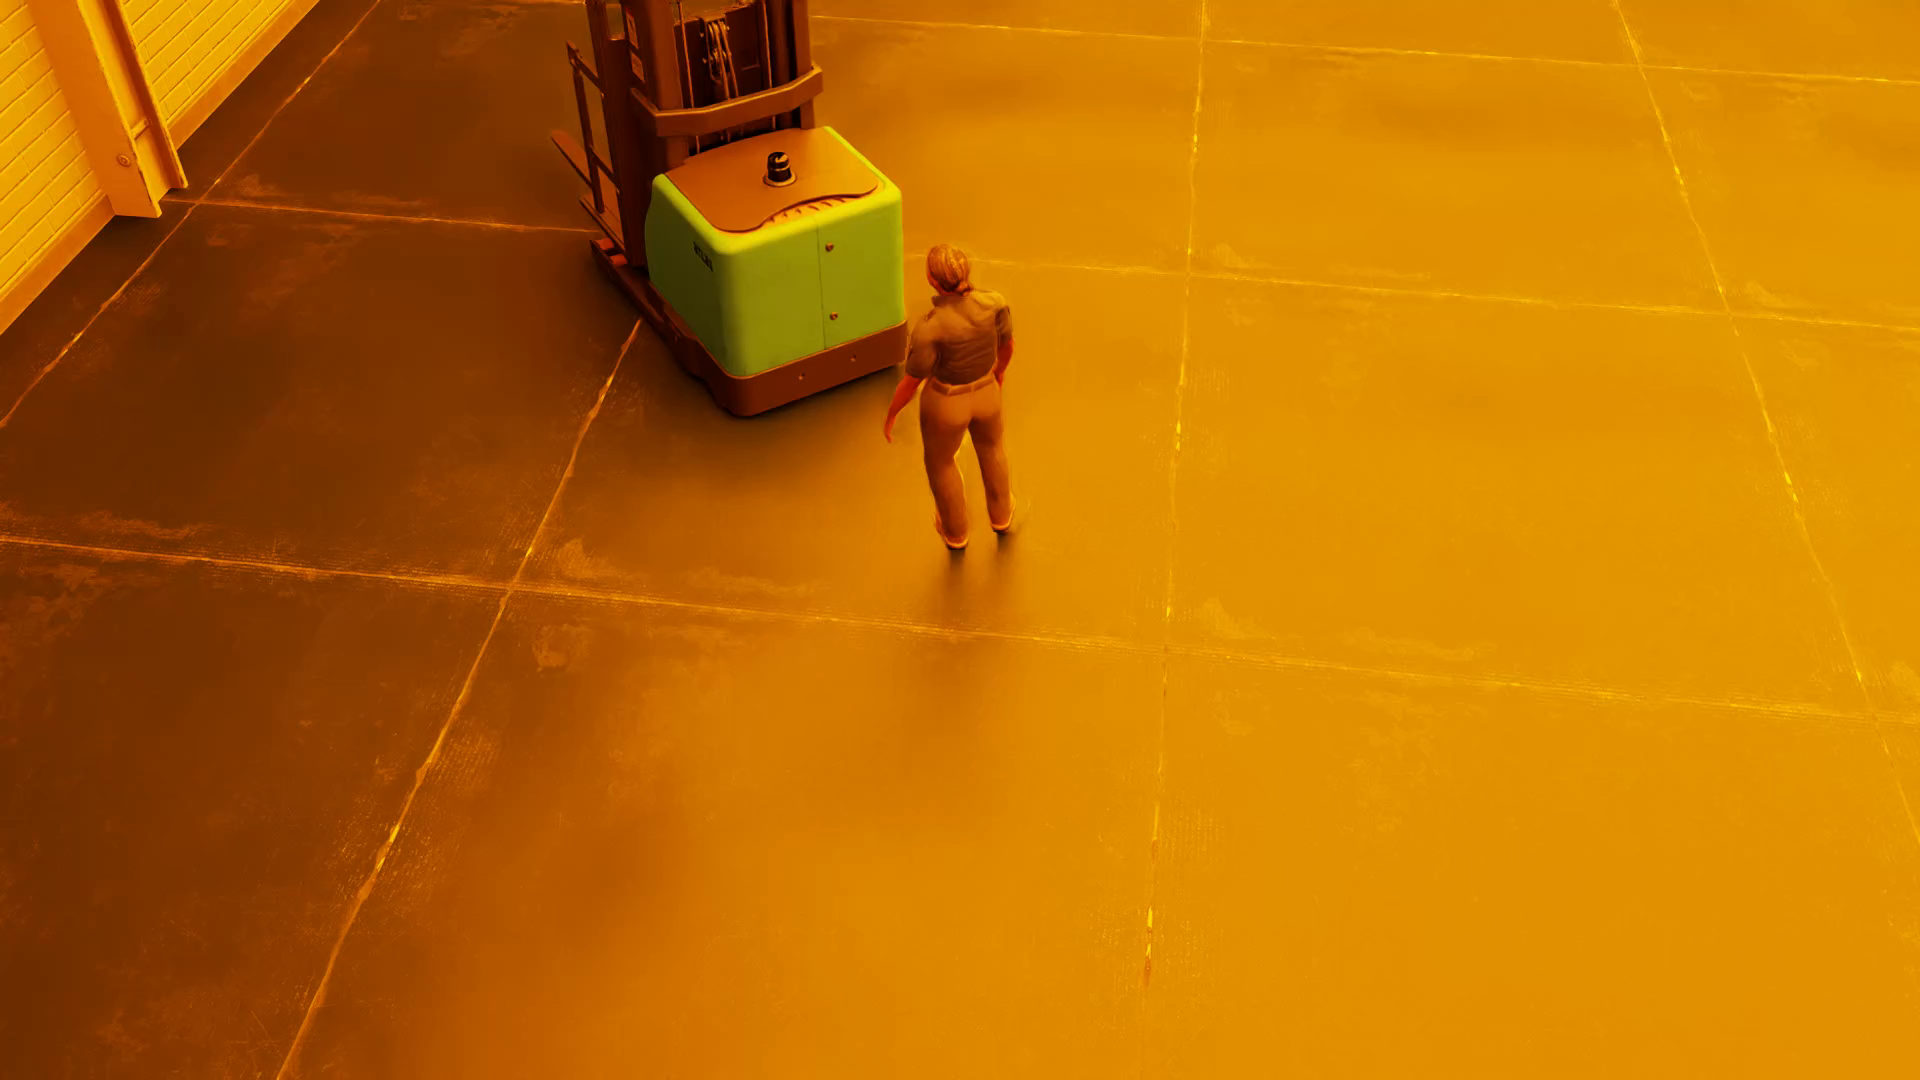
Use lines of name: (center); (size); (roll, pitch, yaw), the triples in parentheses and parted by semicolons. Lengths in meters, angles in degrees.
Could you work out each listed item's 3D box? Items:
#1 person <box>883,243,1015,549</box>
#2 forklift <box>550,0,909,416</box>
person: (-0.001, -0.632, 7.373); (0.718, 1.651, 0.362); (-23, 47, -23)
forklift: (-1.469, -2.690, 8.653); (1.130, 2.935, 3.031); (-22, 47, -23)
